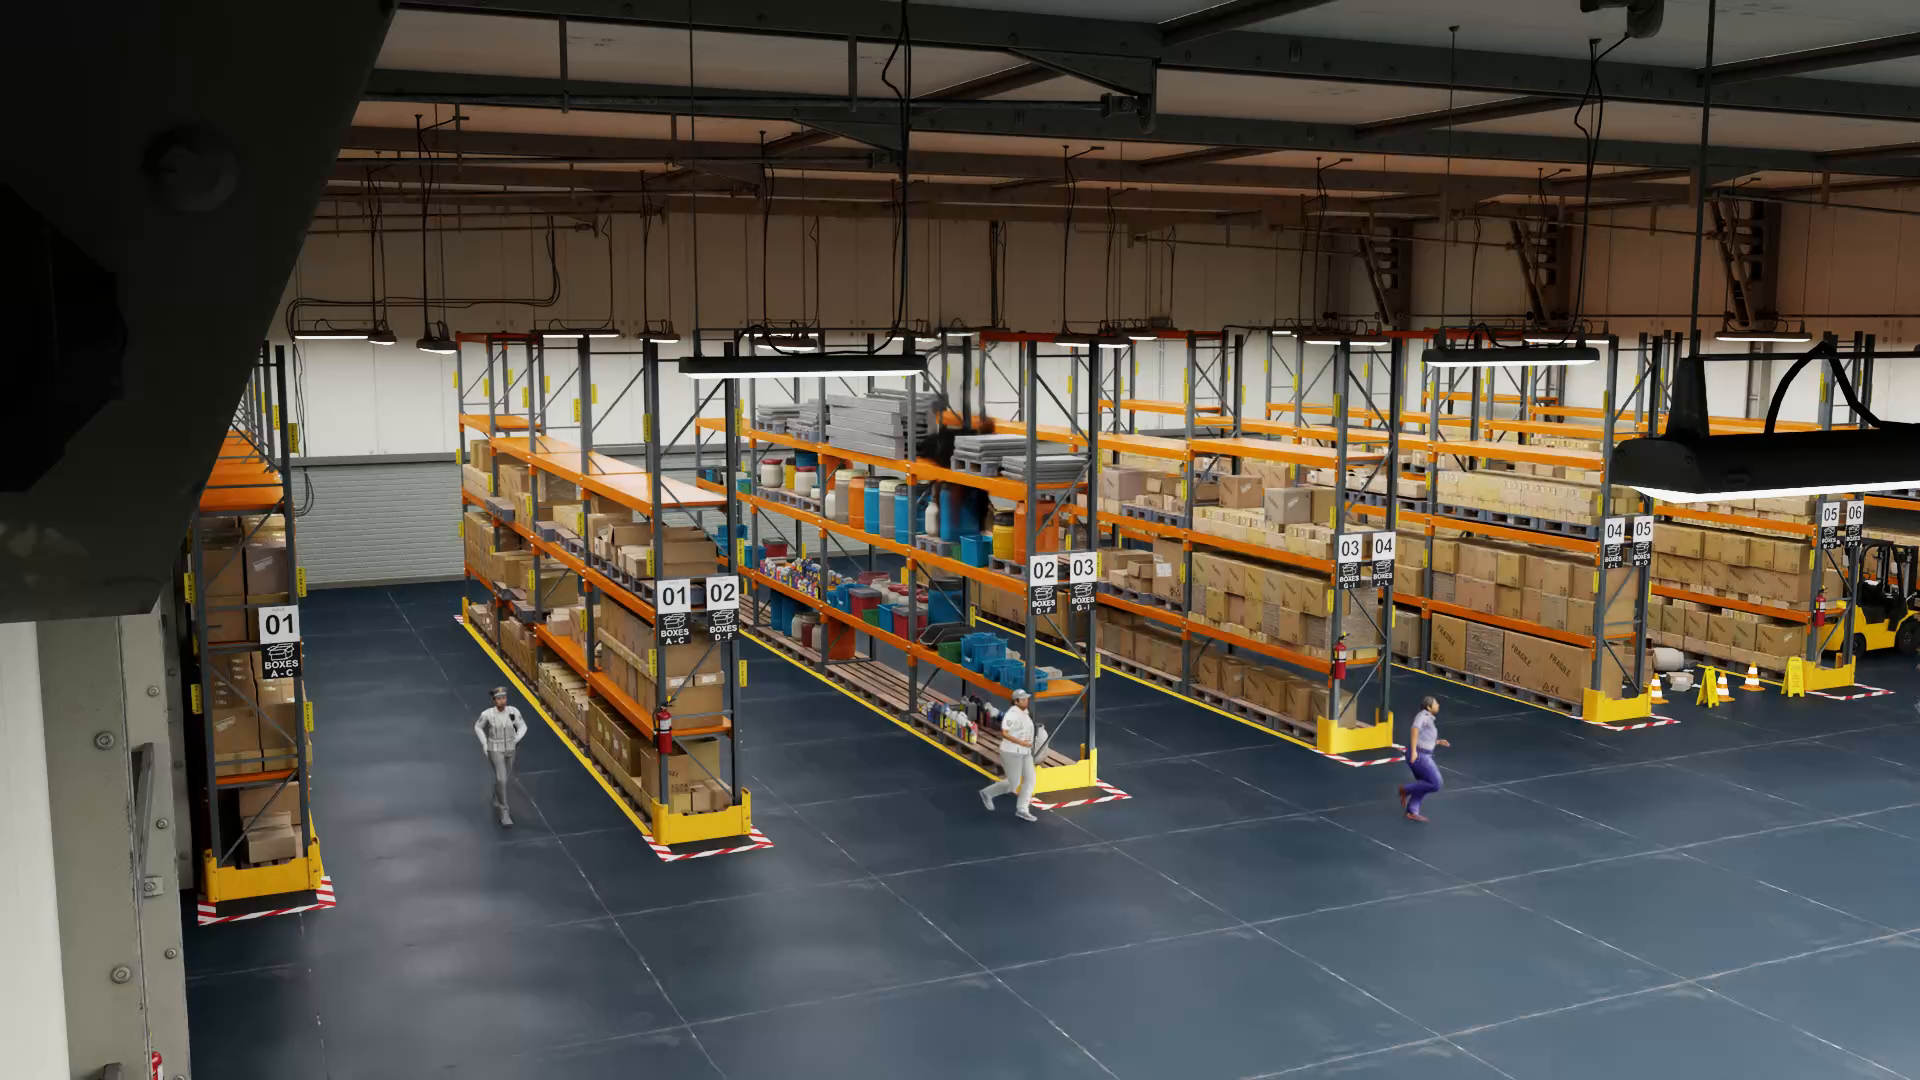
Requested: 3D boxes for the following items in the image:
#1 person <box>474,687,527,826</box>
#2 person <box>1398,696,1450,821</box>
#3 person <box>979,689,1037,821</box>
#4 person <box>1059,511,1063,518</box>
[{"bbox_3d":[-5.775,2.675,20.984,0.605,1.745,0.772,-5,9,-35],"label":"person"},{"bbox_3d":[5.839,2.750,20.909,0.623,1.600,0.645,1,8,10],"label":"person"},{"bbox_3d":[0.675,2.702,21.102,0.751,1.659,0.618,4,9,28],"label":"person"},{"bbox_3d":[2.283,0.108,40.172,0.655,1.636,0.585,1,8,4],"label":"person"}]
